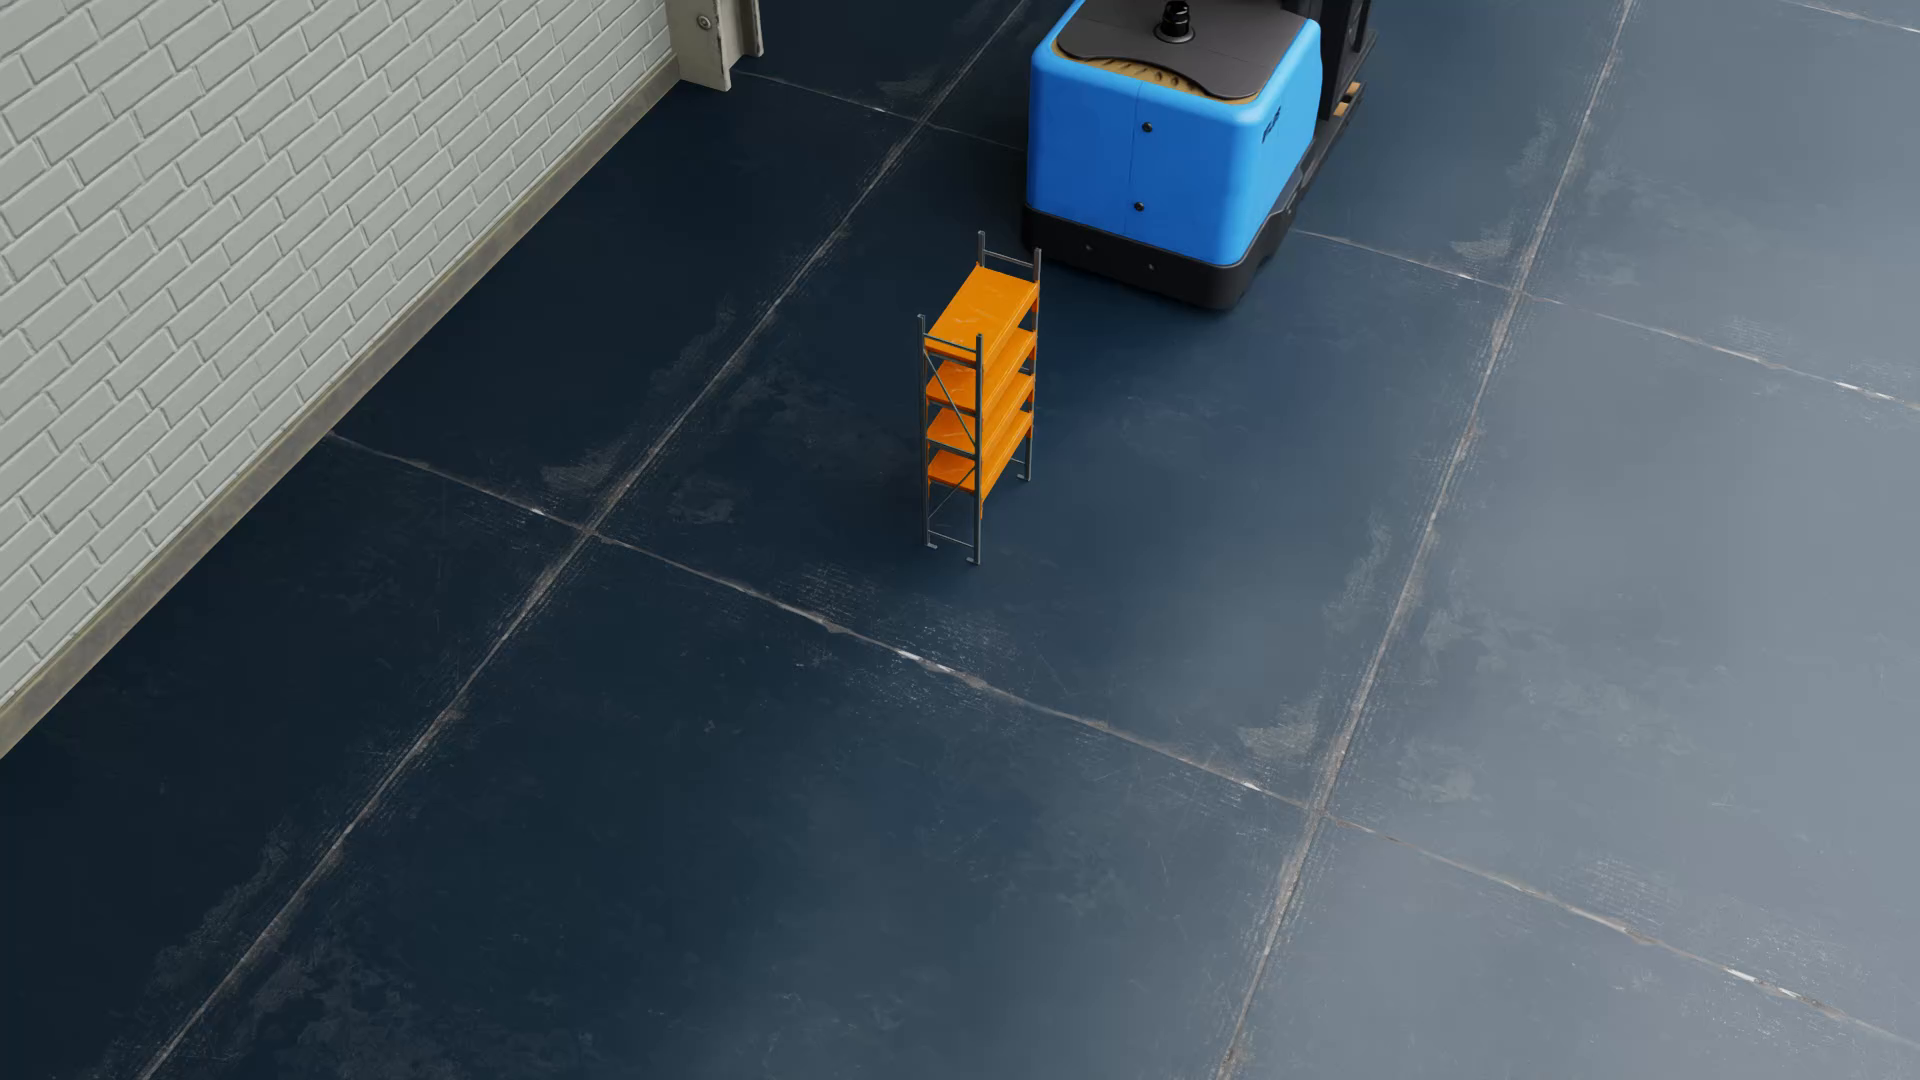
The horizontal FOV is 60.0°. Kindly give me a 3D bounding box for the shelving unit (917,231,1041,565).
[{"bbox_3d":[0.071,-0.503,6.205,0.258,1.200,0.503,20,52,16],"label":"shelving unit"}]

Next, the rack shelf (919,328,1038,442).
[{"bbox_3d":[0.071,-0.604,6.086,0.258,0.148,0.480,20,52,16],"label":"rack shelf"}]

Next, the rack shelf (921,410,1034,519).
[{"bbox_3d":[0.071,-0.331,6.408,0.258,0.148,0.480,20,52,16],"label":"rack shelf"}]

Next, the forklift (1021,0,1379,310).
[{"bbox_3d":[1.386,-3.102,7.280,1.130,2.935,3.031,21,53,17],"label":"forklift"}]

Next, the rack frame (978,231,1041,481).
[{"bbox_3d":[0.175,-0.671,6.348,0.240,1.200,0.015,20,52,16],"label":"rack frame"}]

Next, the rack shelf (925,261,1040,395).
[{"bbox_3d":[0.071,-0.757,5.906,0.258,0.148,0.480,20,52,16],"label":"rack shelf"}]

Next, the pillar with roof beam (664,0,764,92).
[{"bbox_3d":[2.639,-3.998,4.059,9.100,9.000,0.400,20,52,16],"label":"pillar with roof beam"}]

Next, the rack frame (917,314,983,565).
[{"bbox_3d":[-0.034,-0.335,6.062,0.240,1.200,0.015,20,52,16],"label":"rack frame"}]

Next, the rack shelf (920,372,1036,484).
[{"bbox_3d":[0.071,-0.459,6.256,0.258,0.148,0.480,20,52,16],"label":"rack shelf"}]
